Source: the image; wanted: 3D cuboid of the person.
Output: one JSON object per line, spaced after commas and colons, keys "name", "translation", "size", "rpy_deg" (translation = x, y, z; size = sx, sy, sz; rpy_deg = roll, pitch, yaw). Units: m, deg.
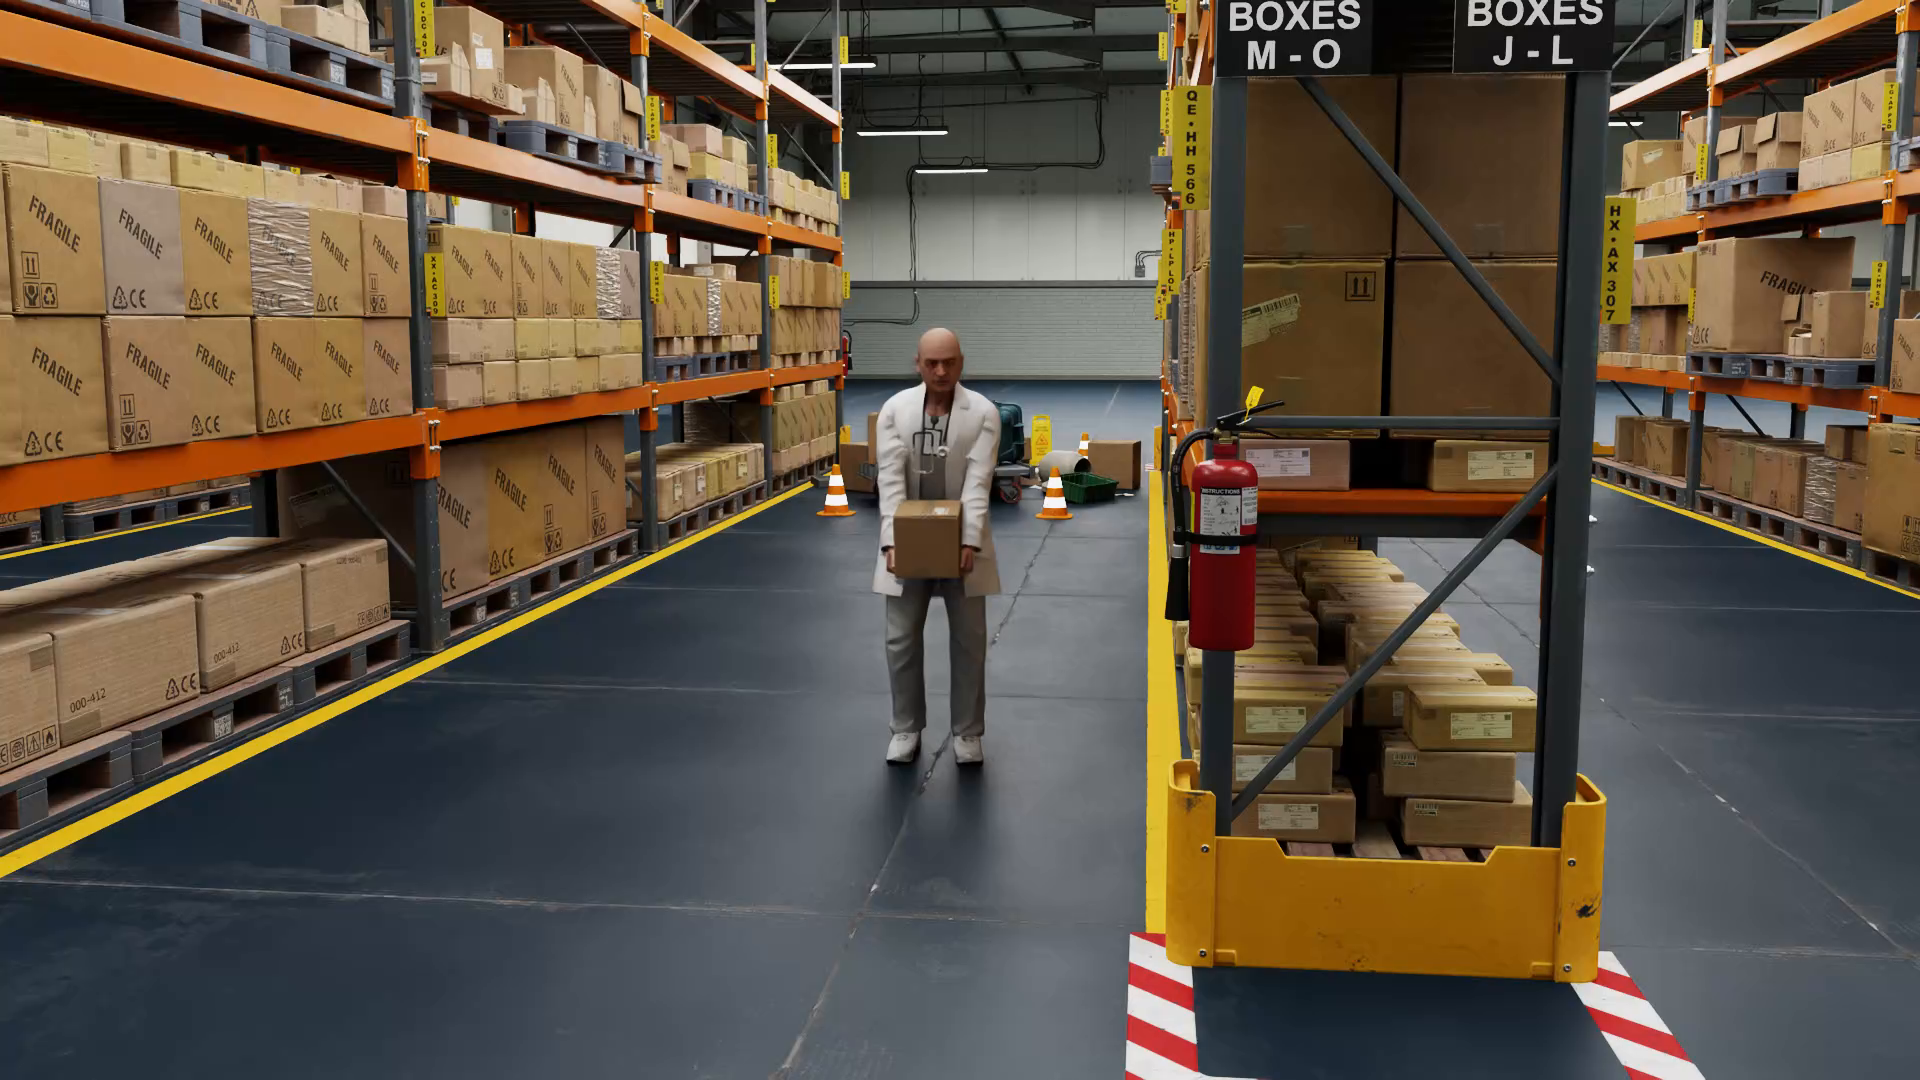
{"name": "person", "translation": [-0.103, 0.034, 6.689], "size": [0.534, 1.757, 0.594], "rpy_deg": [1, 7, 4]}
